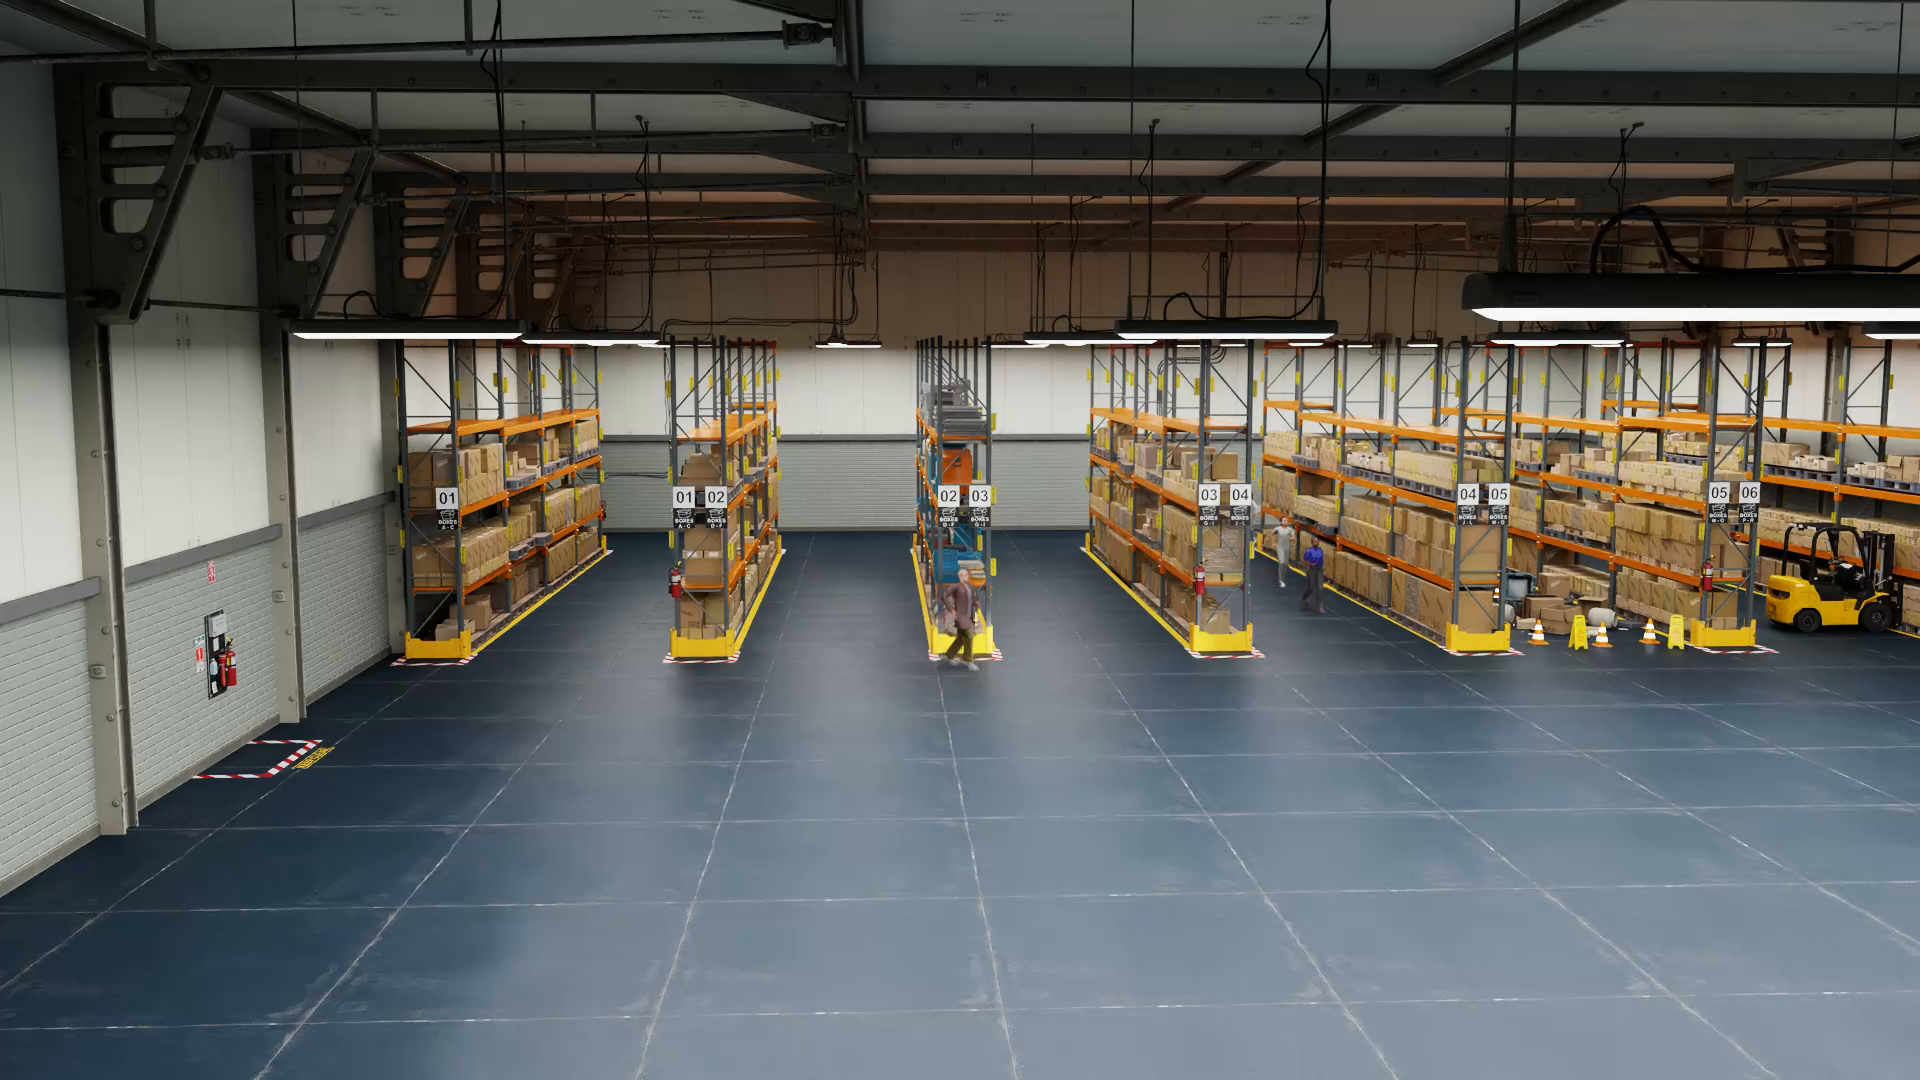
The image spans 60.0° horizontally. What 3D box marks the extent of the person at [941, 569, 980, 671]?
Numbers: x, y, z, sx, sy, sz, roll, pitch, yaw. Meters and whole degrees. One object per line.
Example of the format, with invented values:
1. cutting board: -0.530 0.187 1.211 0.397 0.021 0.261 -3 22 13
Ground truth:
1. person: 0.063 1.425 30.082 0.827 1.802 0.700 4 8 33

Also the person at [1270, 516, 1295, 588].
1. person: 7.905 0.264 40.669 0.541 1.715 0.830 -1 7 -7

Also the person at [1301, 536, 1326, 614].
1. person: 7.788 0.744 36.551 0.581 1.658 0.920 -2 7 -15

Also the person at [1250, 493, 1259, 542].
1. person: 8.541 -0.633 48.961 0.835 1.567 0.613 -2 7 -16
